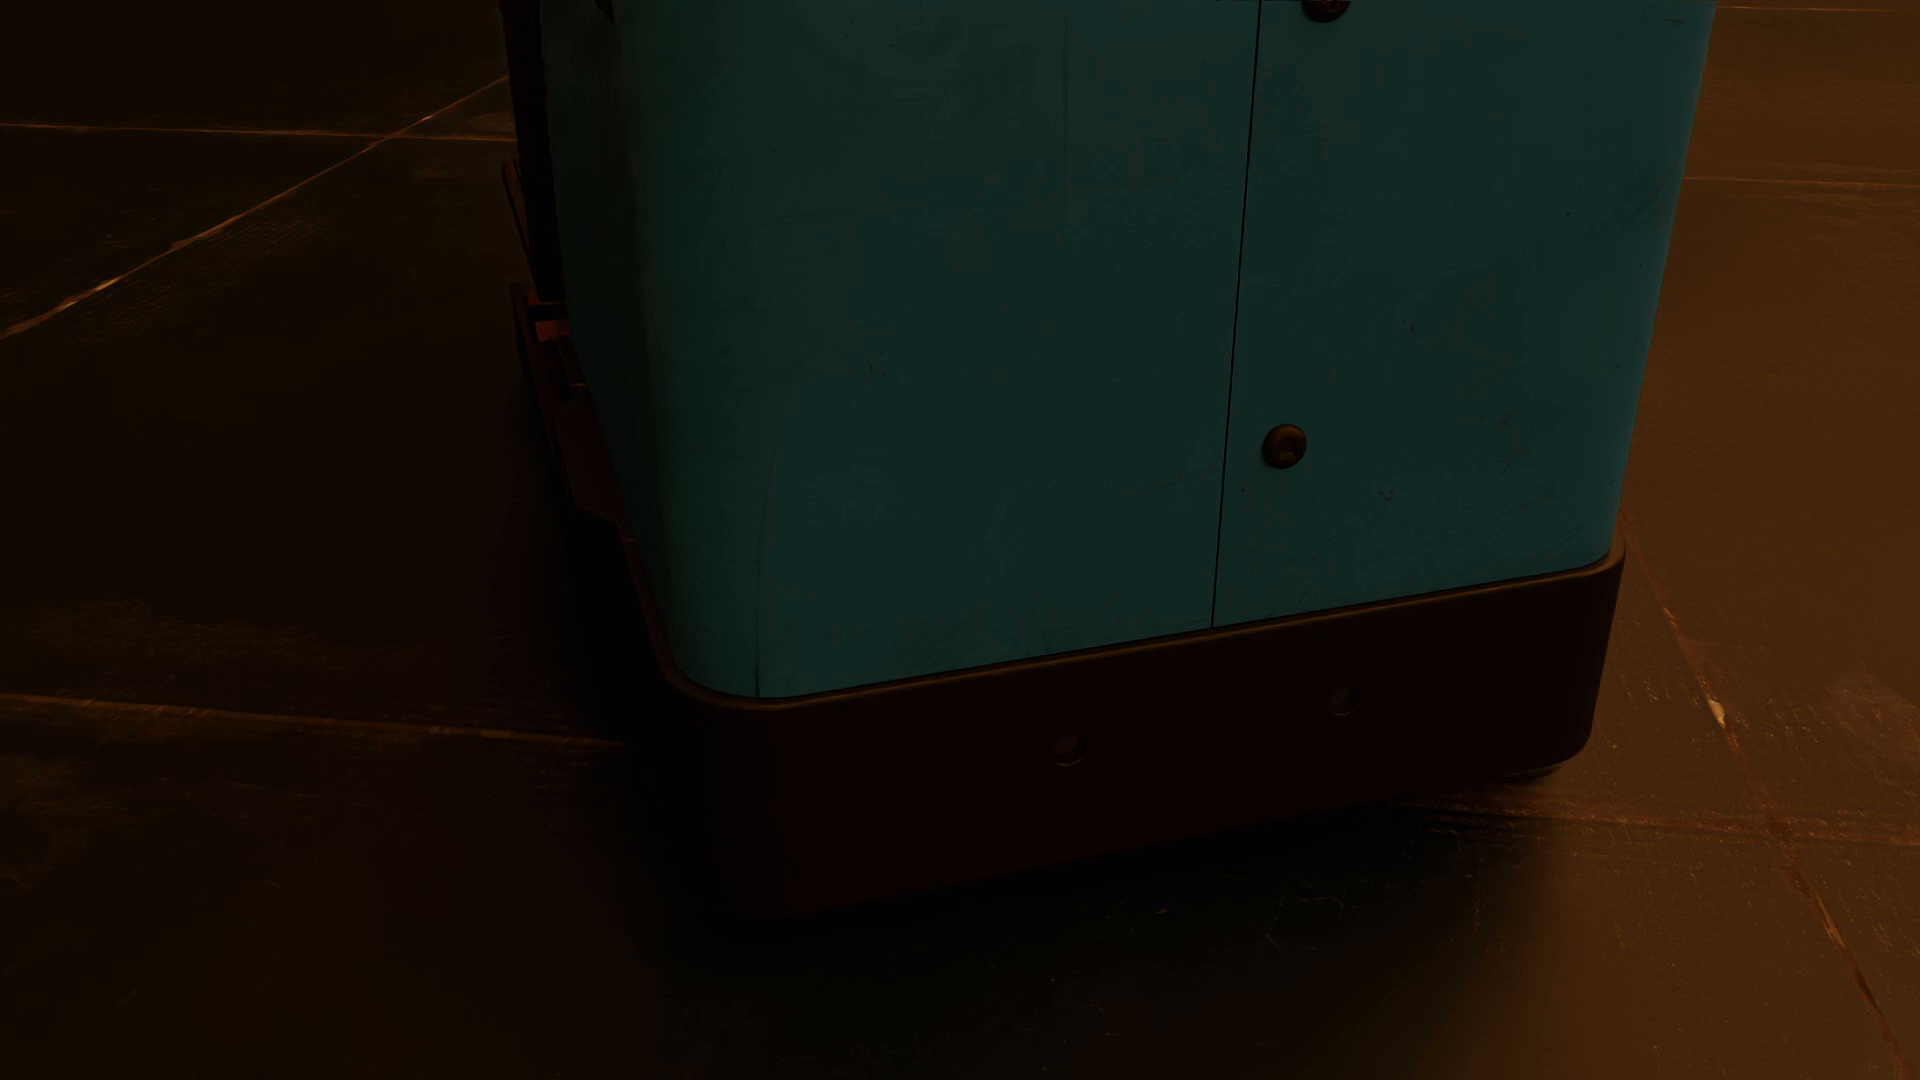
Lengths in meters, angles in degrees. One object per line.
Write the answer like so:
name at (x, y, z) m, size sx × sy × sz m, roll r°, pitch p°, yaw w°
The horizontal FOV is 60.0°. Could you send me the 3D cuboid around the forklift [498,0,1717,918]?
forklift at (-0.208, -1.584, 2.393) m, size 1.130 × 2.935 × 3.031 m, roll -8°, pitch 28°, yaw -16°
